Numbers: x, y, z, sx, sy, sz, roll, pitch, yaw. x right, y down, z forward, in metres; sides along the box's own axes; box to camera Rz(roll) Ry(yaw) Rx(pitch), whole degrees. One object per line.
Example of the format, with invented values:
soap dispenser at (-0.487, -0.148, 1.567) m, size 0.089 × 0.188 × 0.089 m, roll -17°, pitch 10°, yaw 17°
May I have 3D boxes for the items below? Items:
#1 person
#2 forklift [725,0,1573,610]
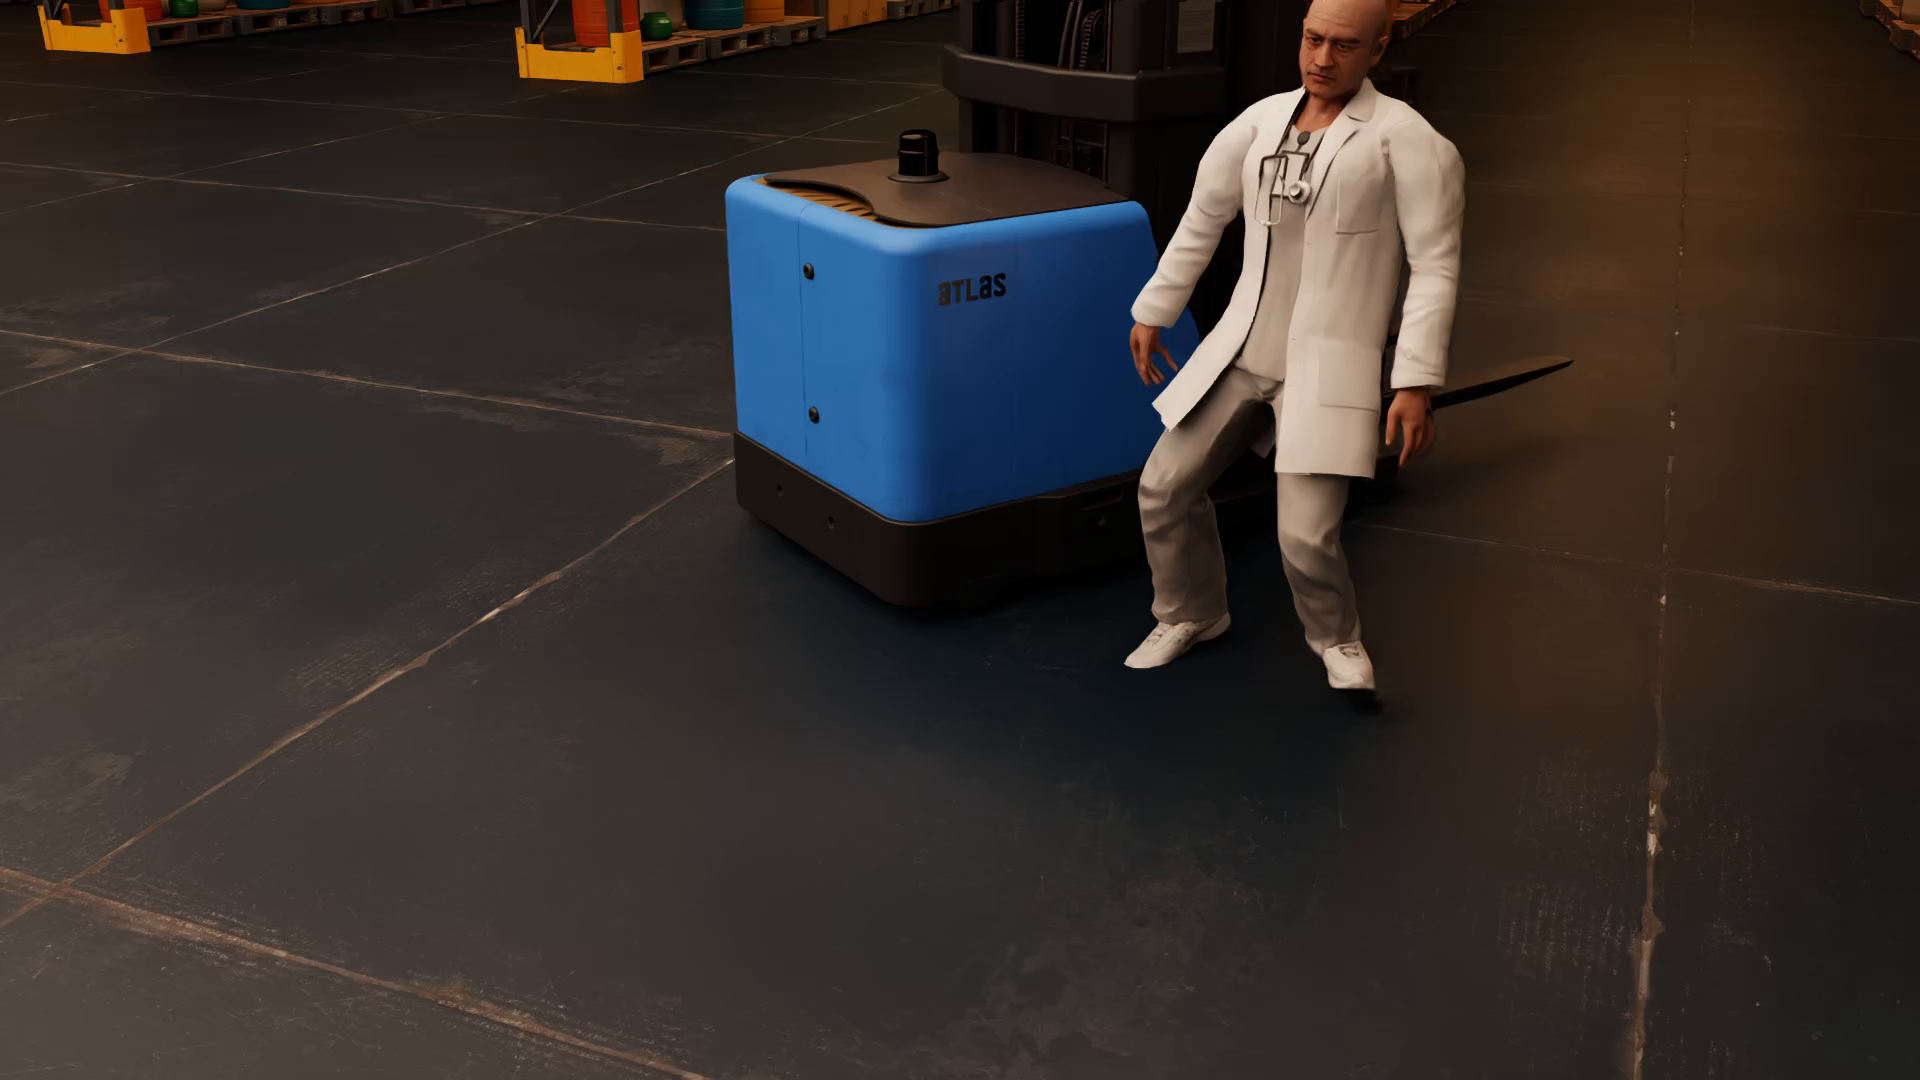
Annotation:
person at (0.752, -0.422, 3.964) m, size 0.474 × 1.750 × 0.861 m, roll -19°, pitch 29°, yaw -38°
forklift at (0.808, -1.584, 5.082) m, size 3.031 × 2.935 × 1.130 m, roll -15°, pitch 27°, yaw -31°
